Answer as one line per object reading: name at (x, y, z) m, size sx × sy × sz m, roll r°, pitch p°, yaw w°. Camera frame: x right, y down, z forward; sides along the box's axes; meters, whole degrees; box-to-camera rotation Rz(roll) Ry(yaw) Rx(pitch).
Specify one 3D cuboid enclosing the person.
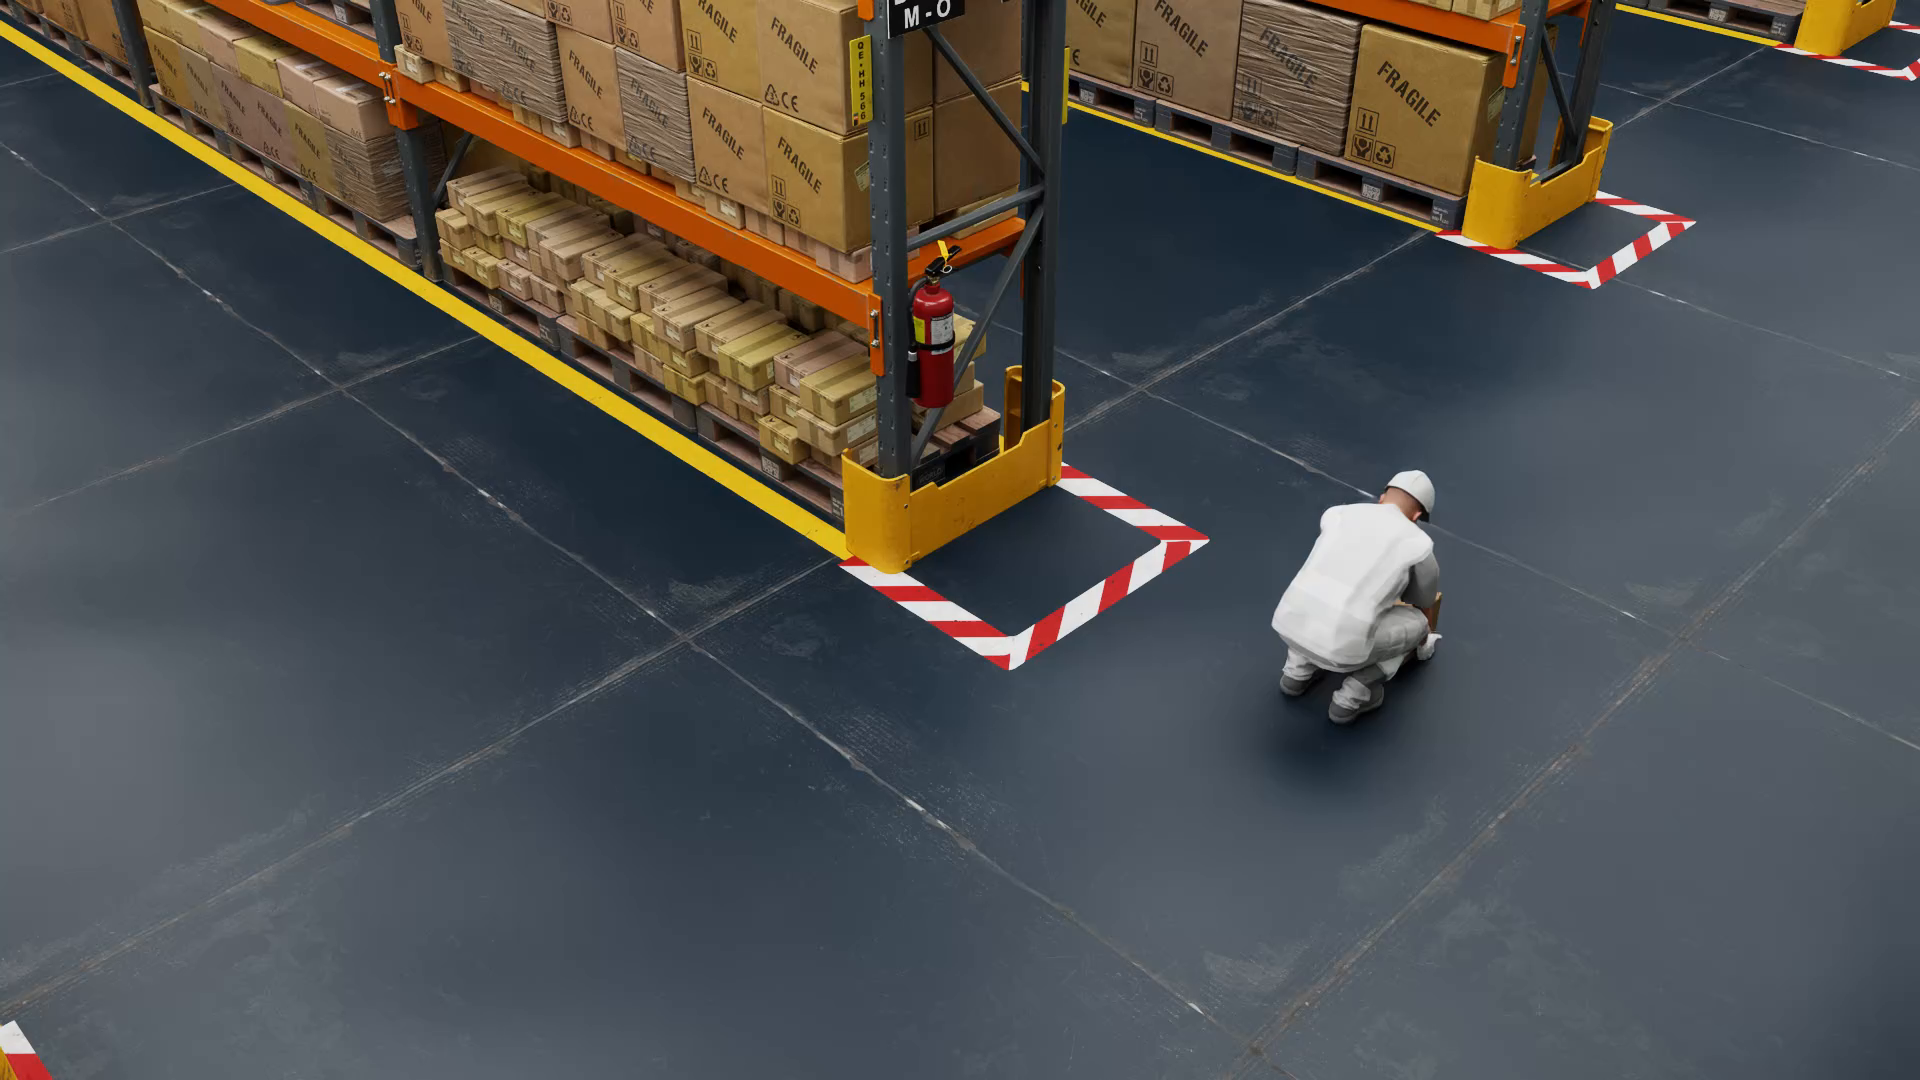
person at (1.611, 0.252, 6.681) m, size 0.551 × 0.873 × 0.911 m, roll 30°, pitch 45°, yaw 35°
